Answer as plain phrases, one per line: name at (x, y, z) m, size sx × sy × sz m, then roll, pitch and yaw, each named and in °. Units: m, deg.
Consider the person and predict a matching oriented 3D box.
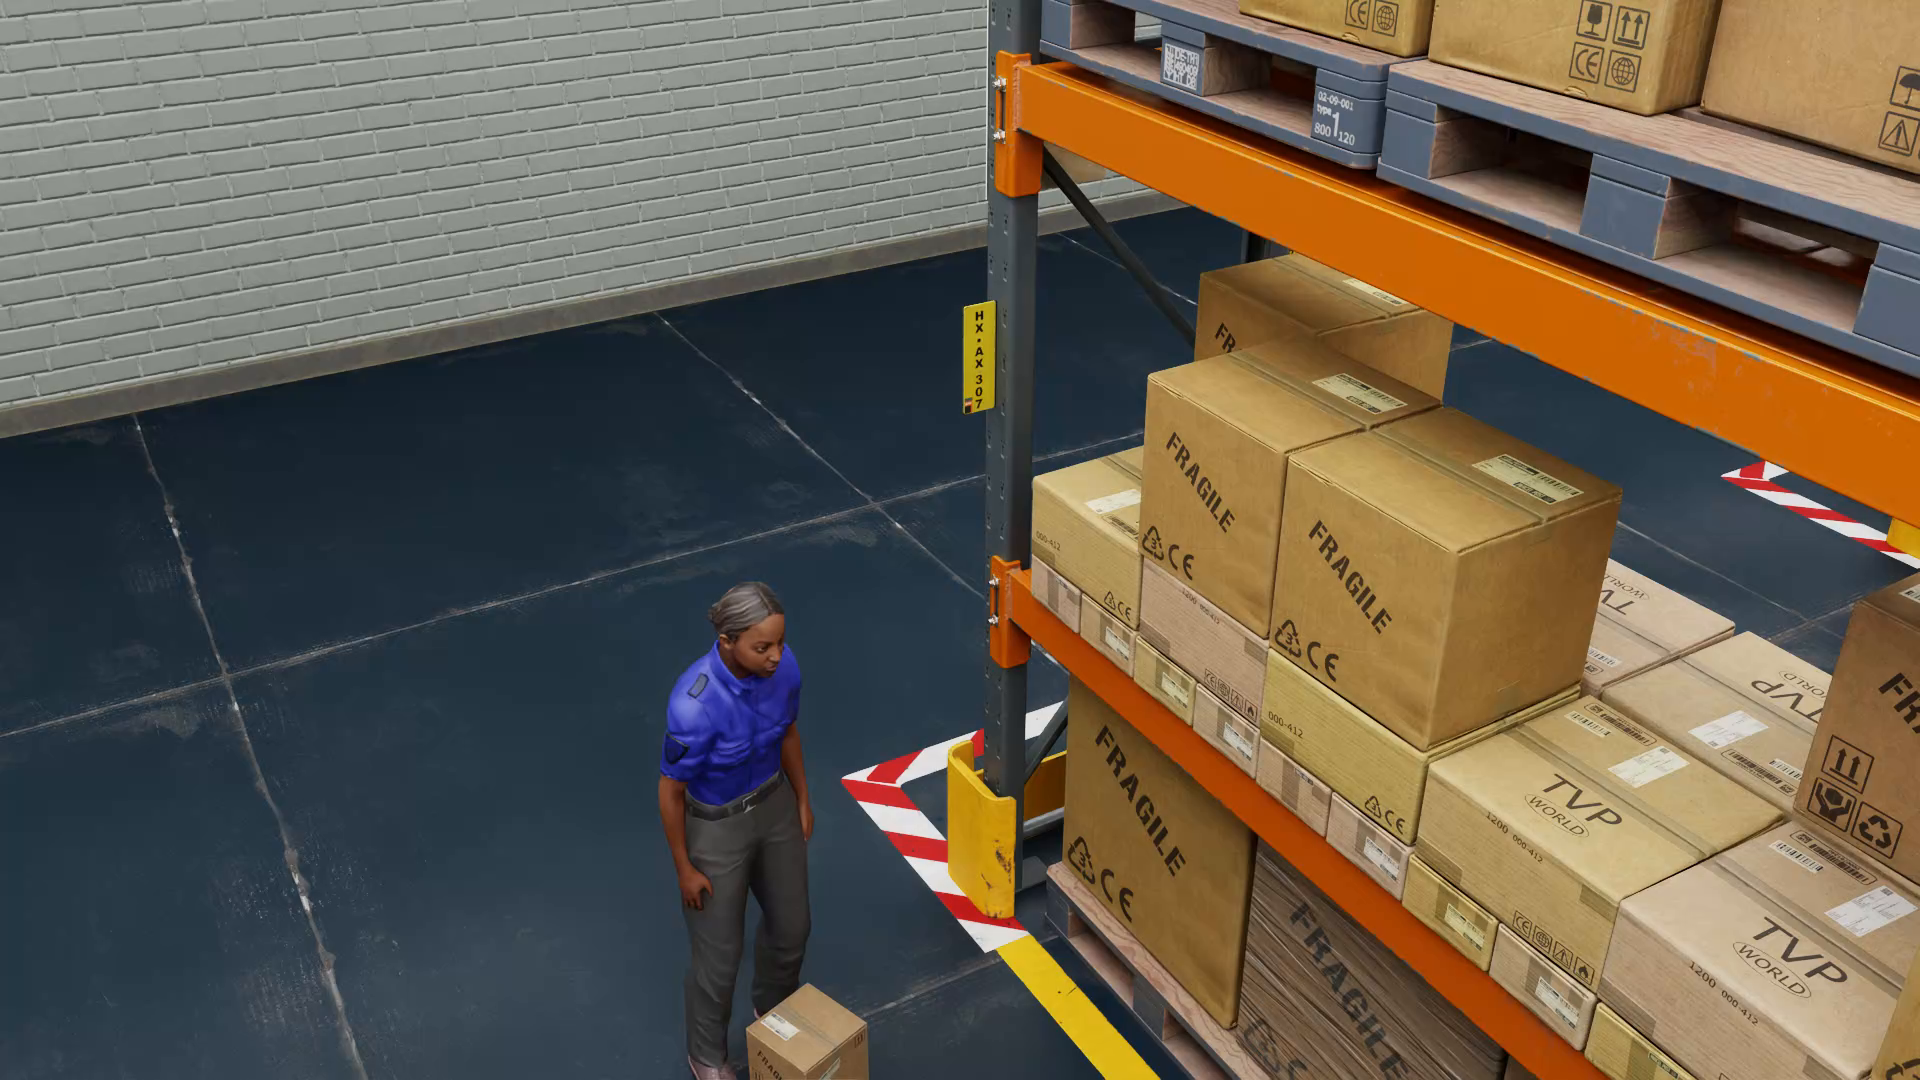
person at (-0.616, 0.829, 4.647) m, size 0.349 × 1.653 × 0.505 m, roll 25°, pitch 37°, yaw 37°
